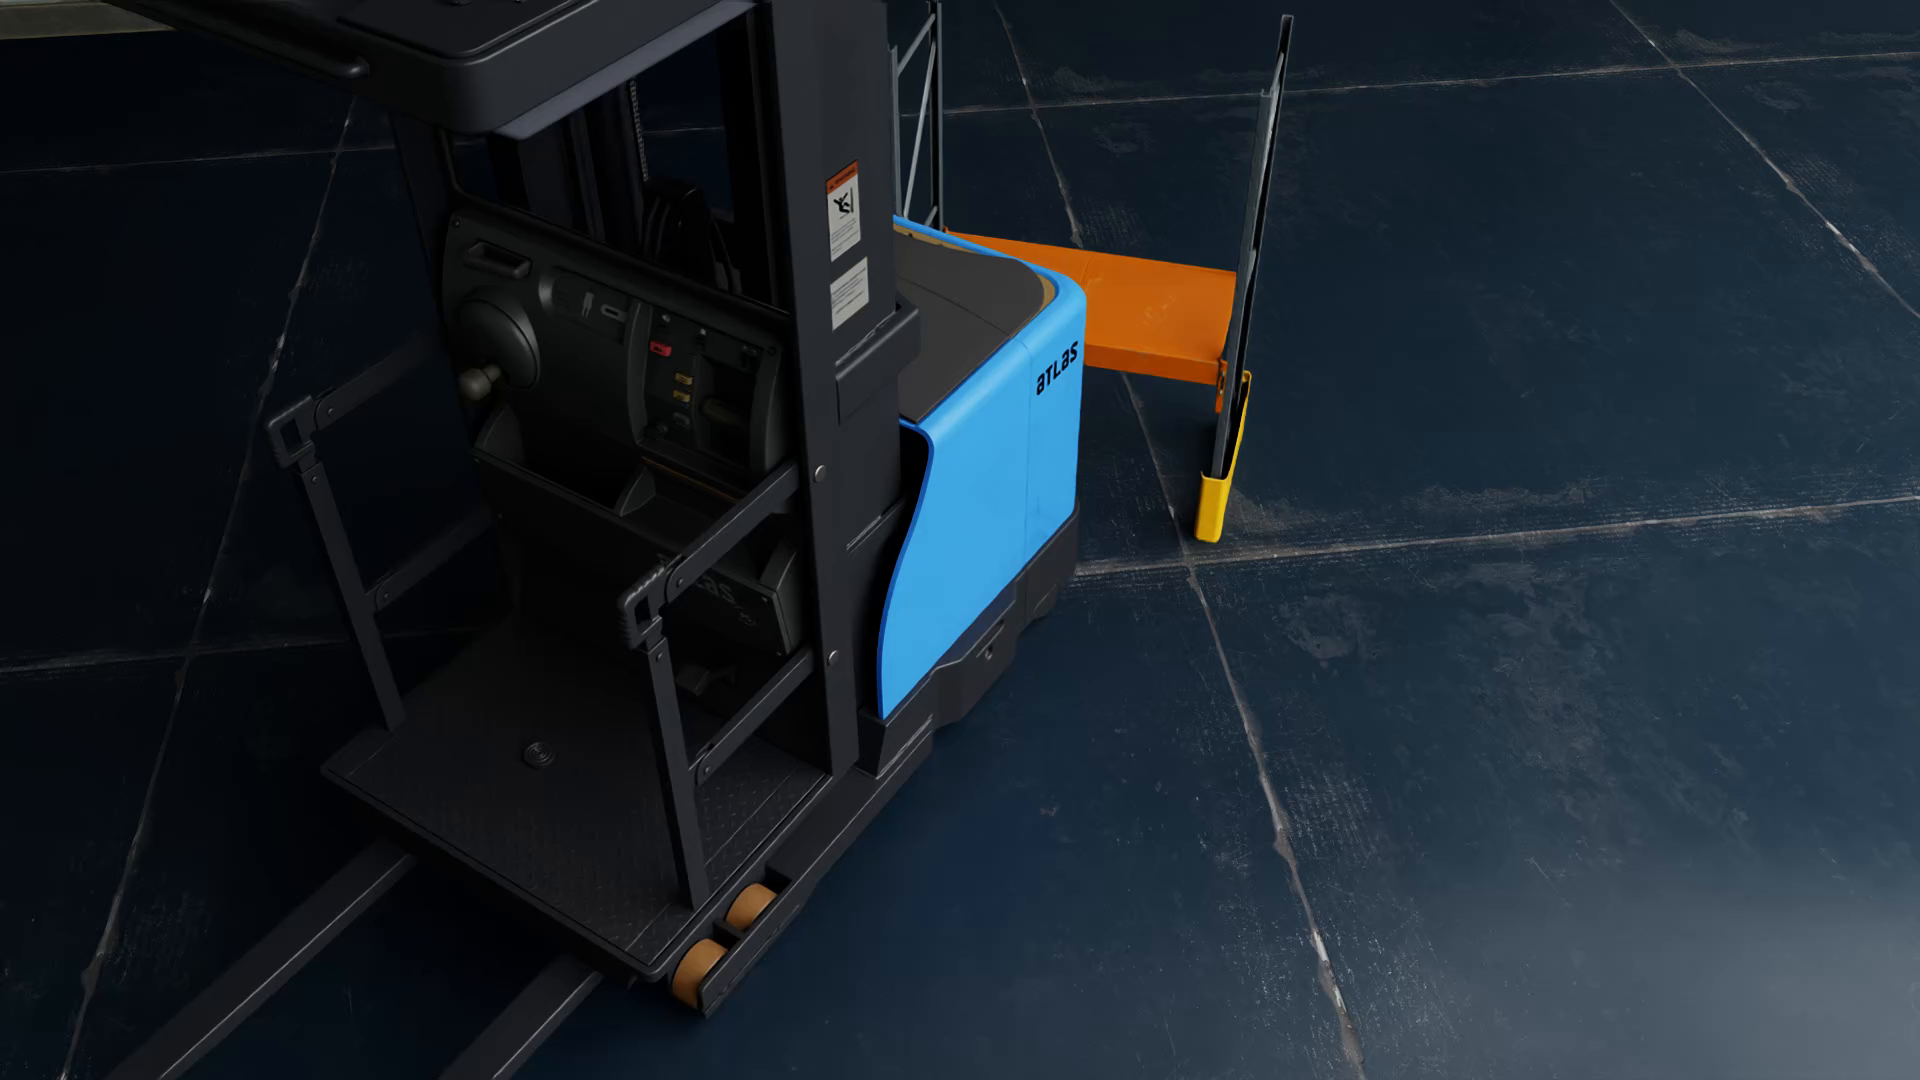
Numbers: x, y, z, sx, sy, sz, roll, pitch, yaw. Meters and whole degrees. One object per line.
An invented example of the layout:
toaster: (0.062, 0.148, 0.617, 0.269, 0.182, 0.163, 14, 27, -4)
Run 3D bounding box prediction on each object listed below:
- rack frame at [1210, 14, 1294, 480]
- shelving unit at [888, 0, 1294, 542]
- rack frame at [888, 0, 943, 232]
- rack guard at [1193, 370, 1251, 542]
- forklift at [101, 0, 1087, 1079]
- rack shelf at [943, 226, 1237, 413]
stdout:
rack frame: (0.851, -0.745, 4.956, 0.032, 1.500, 0.500, 10, 43, 11)
shelving unit: (0.368, -0.830, 5.051, 1.083, 1.500, 0.587, 10, 43, 11)
rack frame: (-0.132, -0.919, 5.149, 0.032, 1.500, 0.500, 10, 43, 11)
rack guard: (0.850, -0.281, 5.375, 0.087, 0.250, 0.587, 10, 43, 11)
forklift: (-0.873, -0.327, 3.424, 1.130, 2.935, 3.031, 24, 47, 24)
rack shelf: (0.359, -0.698, 5.173, 1.000, 0.185, 0.538, 10, 43, 11)
